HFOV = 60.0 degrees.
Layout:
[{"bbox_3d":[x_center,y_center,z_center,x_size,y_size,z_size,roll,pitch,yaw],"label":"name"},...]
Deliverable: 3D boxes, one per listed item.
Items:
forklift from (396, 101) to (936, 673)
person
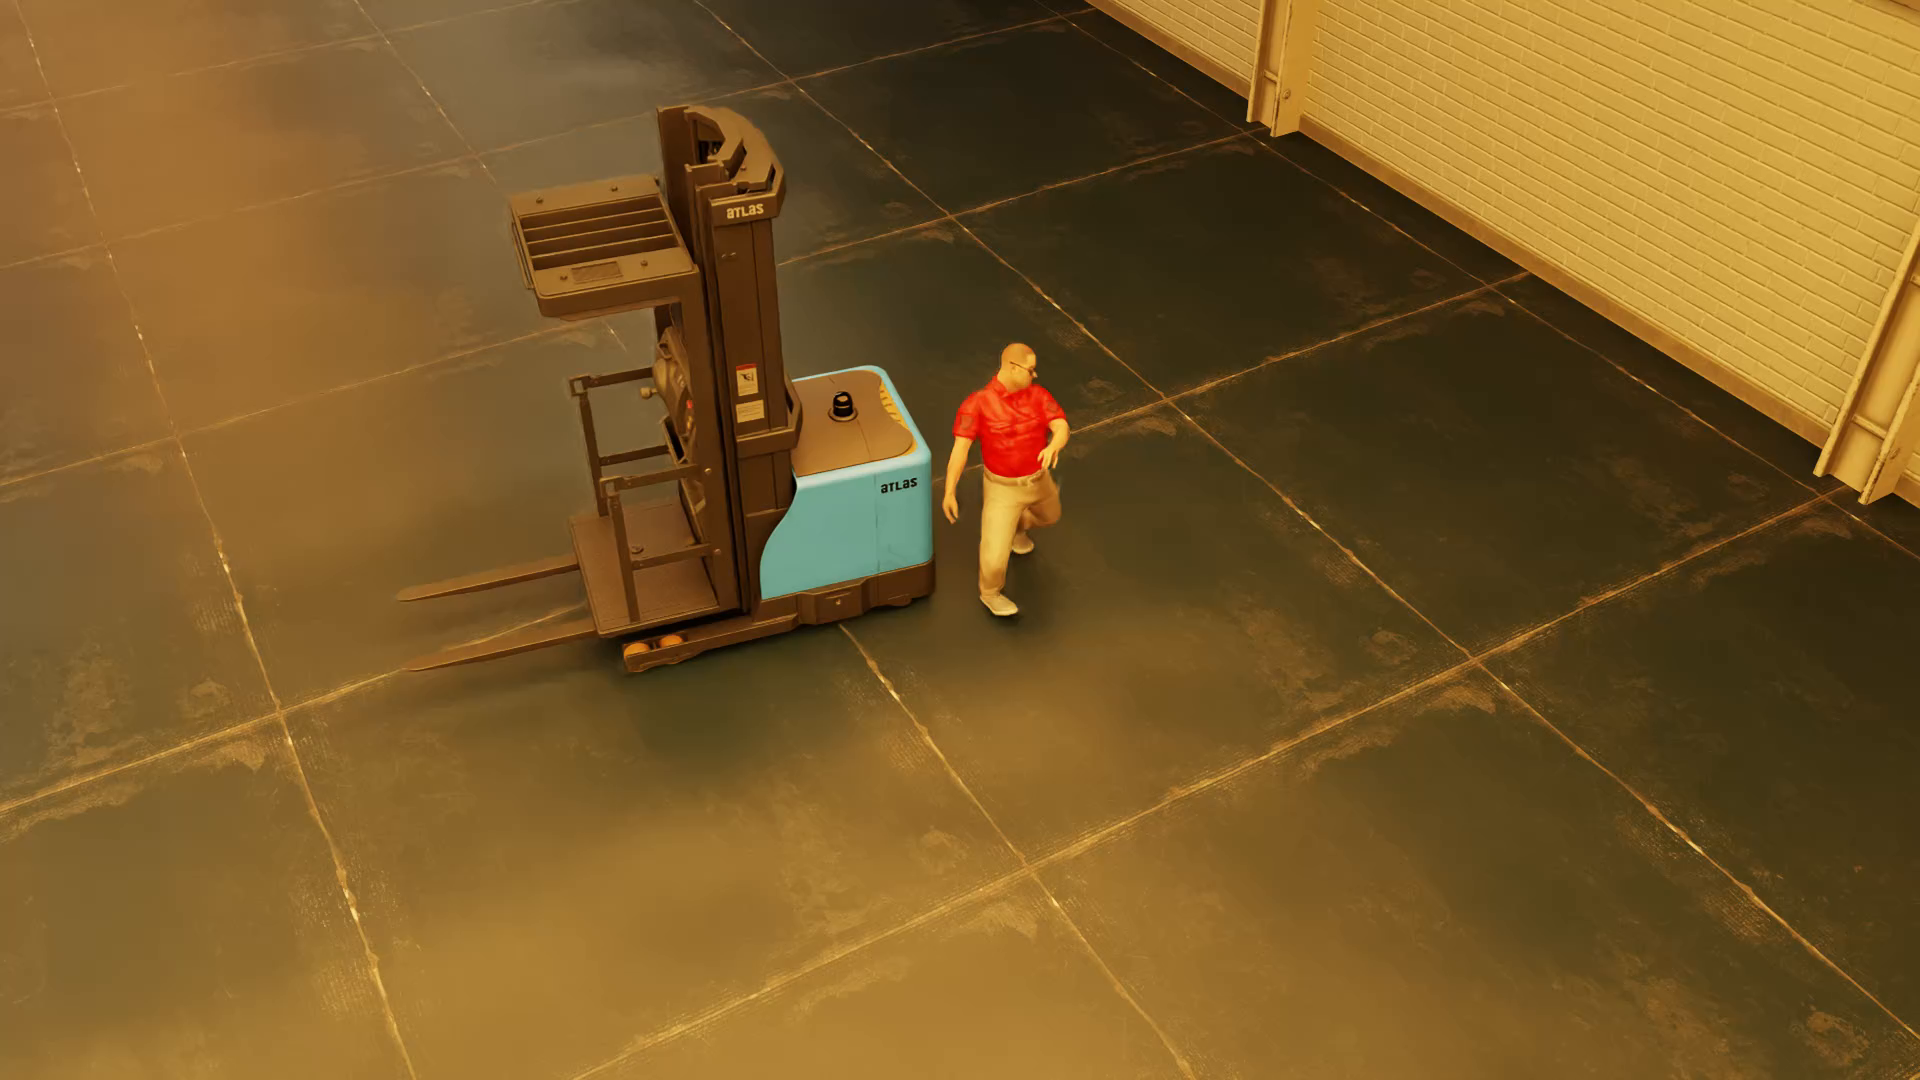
[{"bbox_3d":[-1.719,-0.761,8.954,3.031,2.935,1.130,-13,41,-15],"label":"forklift"},{"bbox_3d":[0.258,-0.294,9.452,0.869,1.554,0.862,-28,47,-29],"label":"person"}]
